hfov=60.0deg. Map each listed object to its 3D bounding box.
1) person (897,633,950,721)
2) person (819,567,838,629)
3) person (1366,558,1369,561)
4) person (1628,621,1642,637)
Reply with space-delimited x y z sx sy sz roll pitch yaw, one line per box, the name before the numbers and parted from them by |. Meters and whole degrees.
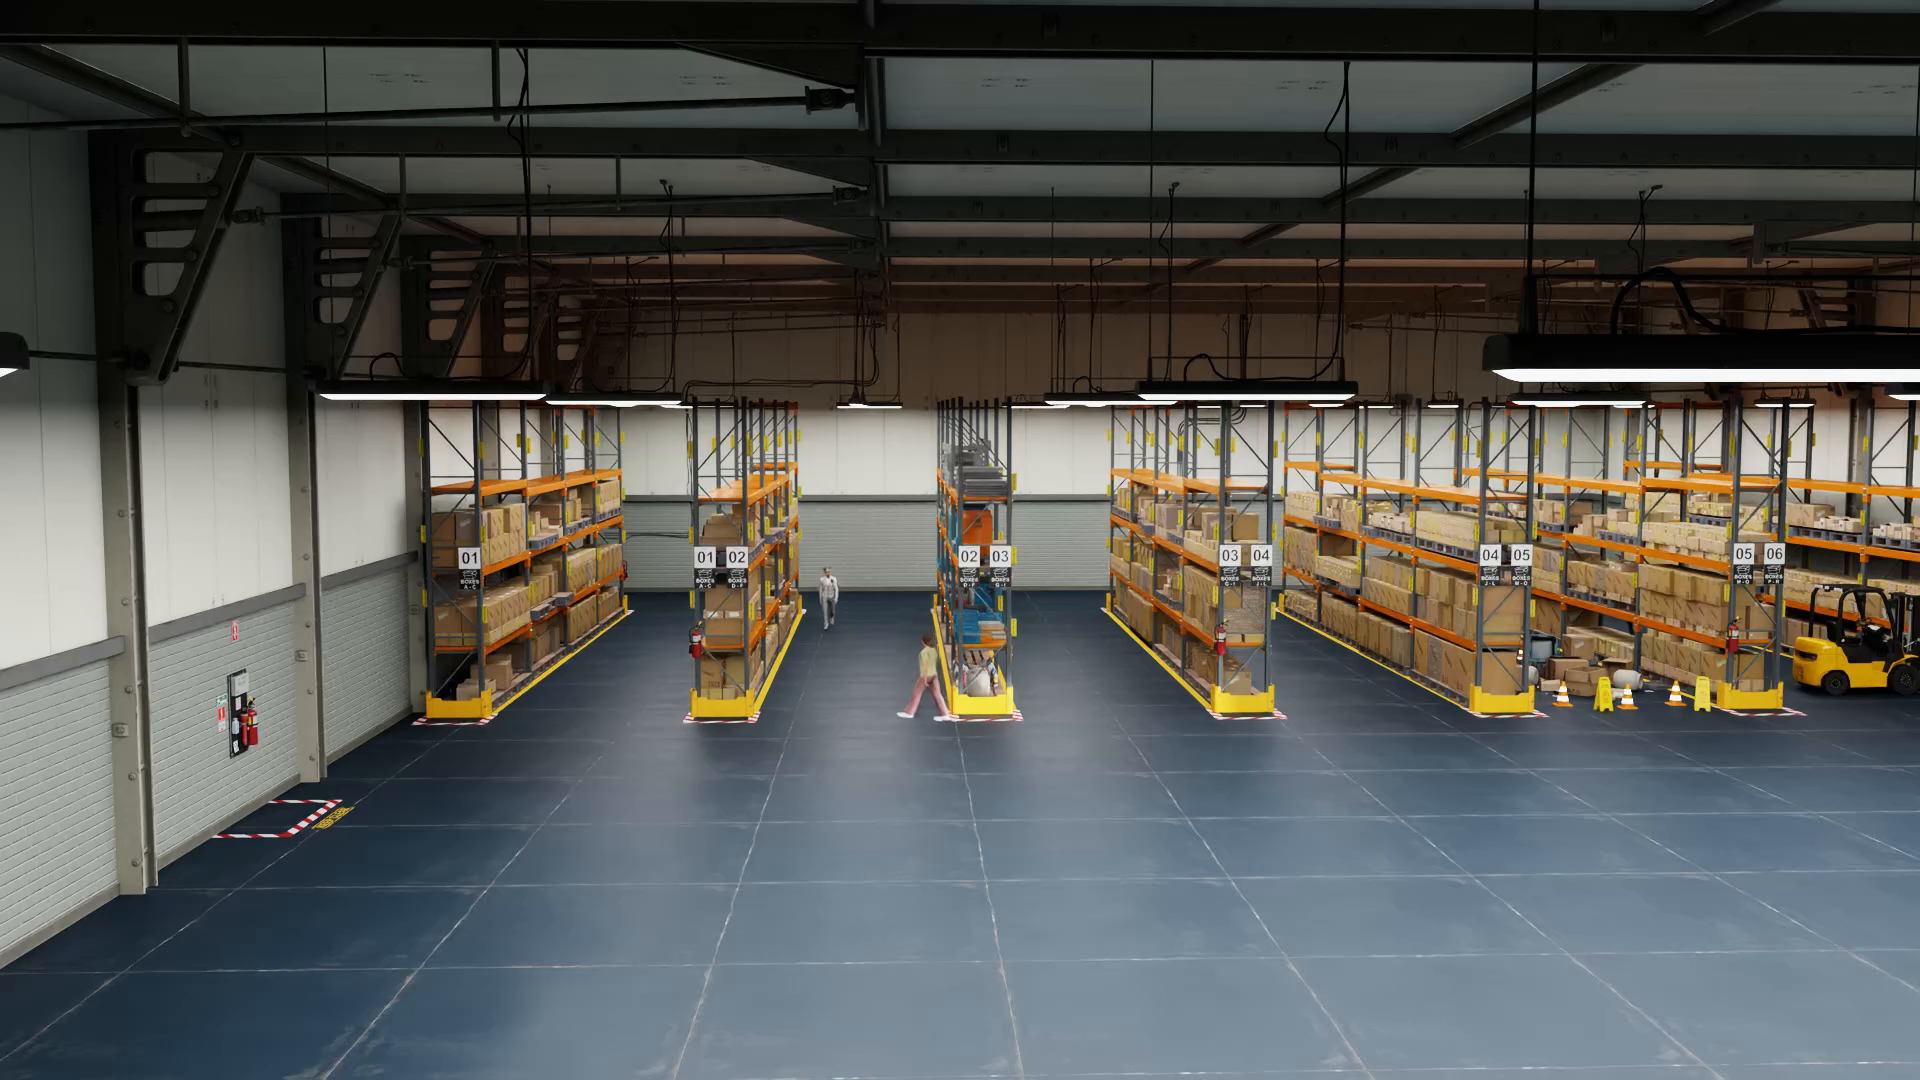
person | -0.648 2.515 30.778 1.021 1.605 0.527 3 5 33
person | -3.460 1.501 43.888 0.492 1.635 0.872 0 4 -4
person | 11.350 1.354 45.859 0.512 1.673 0.499 0 4 -1
person | 16.548 1.785 40.754 0.462 1.596 0.480 0 4 -4
